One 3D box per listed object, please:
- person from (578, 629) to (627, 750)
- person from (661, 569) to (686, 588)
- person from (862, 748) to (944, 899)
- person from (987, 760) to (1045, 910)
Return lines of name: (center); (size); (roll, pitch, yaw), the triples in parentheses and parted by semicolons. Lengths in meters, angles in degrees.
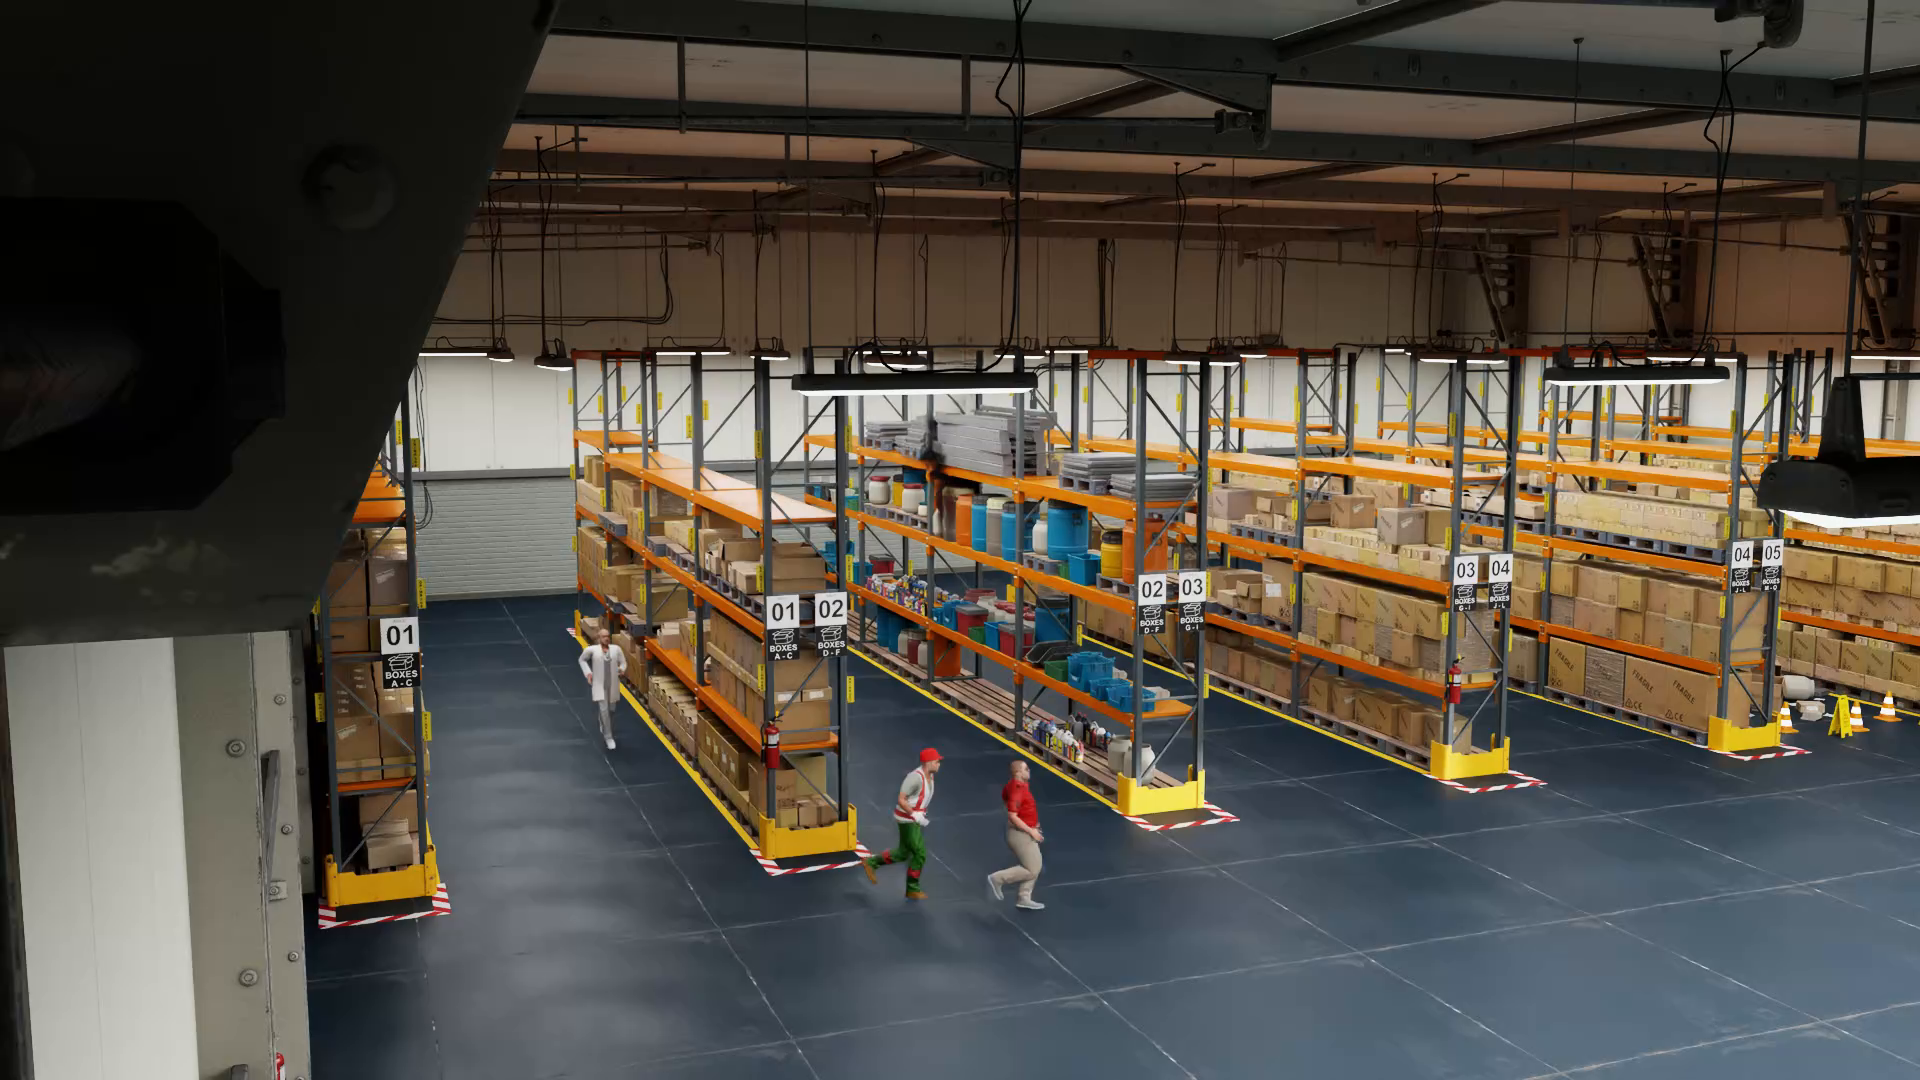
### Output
person: (-5.493, 2.268, 25.712); (0.710, 1.776, 1.025); (-4, 8, -27)
person: (-6.238, 0.997, 36.158); (0.880, 1.729, 0.689); (5, 8, 32)
person: (-0.649, 3.184, 18.823); (0.954, 1.732, 0.653); (2, 7, 17)
person: (0.614, 3.244, 18.271); (0.644, 1.690, 0.669); (0, 7, -3)
